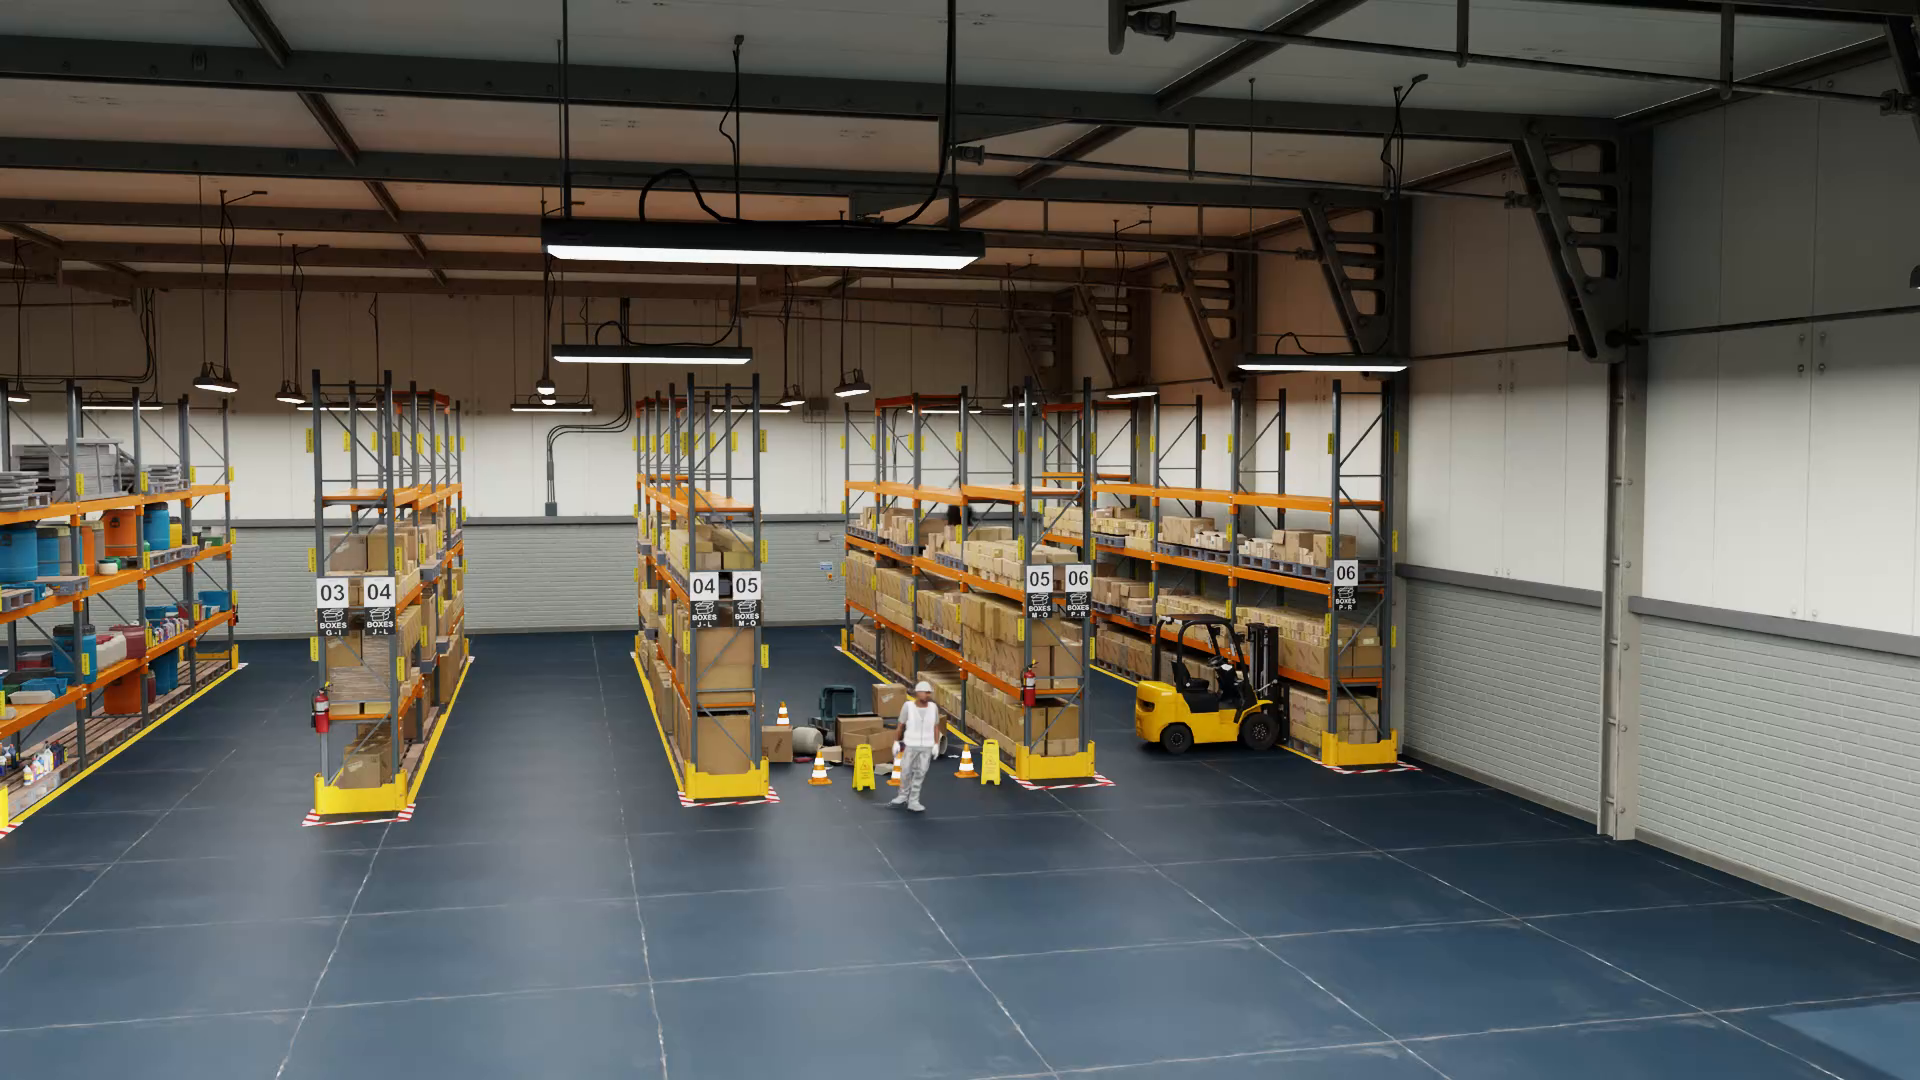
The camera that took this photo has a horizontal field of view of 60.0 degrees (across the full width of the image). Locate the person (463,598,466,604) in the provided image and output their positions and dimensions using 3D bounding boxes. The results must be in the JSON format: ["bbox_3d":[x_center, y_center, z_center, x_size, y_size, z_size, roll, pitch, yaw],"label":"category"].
[{"bbox_3d":[-12.153,1.820,39.632,0.838,1.827,0.645,1,3,15],"label":"person"}]

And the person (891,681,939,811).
[{"bbox_3d":[-0.608,2.803,22.673,0.662,1.769,0.449,-1,3,-16],"label":"person"}]
